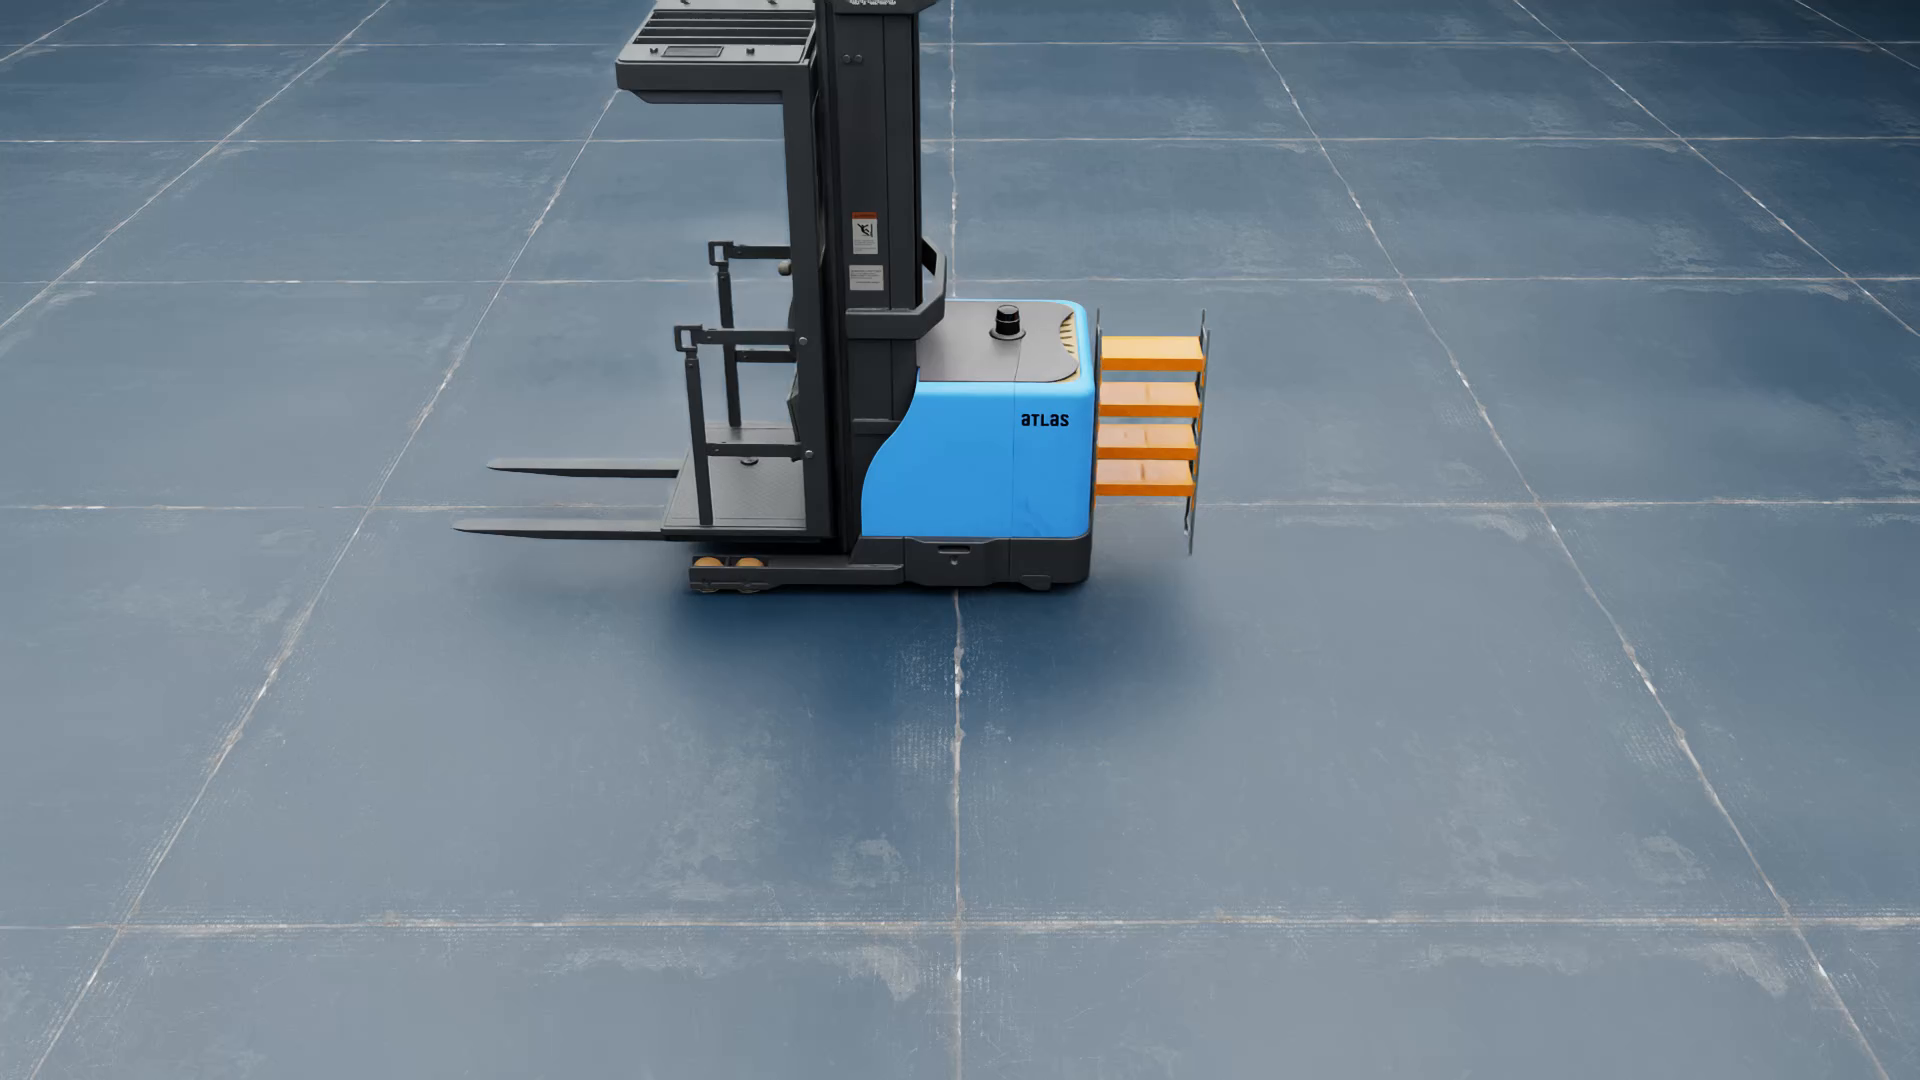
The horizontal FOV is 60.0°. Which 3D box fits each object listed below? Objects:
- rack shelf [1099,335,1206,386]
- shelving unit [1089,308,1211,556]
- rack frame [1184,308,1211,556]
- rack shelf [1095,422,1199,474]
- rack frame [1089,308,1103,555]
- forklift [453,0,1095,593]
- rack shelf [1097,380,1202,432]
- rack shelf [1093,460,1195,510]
[{"bbox_3d":[0.883,-0.836,7.713,0.480,0.148,0.258,1,31,1],"label":"rack shelf"},{"bbox_3d":[0.883,-0.500,7.917,0.503,1.200,0.258,1,31,1],"label":"shelving unit"},{"bbox_3d":[1.126,-0.497,7.913,0.015,1.200,0.240,1,31,1],"label":"rack frame"},{"bbox_3d":[0.883,-0.442,7.952,0.480,0.148,0.258,1,31,1],"label":"rack shelf"},{"bbox_3d":[0.639,-0.502,7.921,0.015,1.200,0.240,1,31,1],"label":"rack frame"},{"bbox_3d":[-0.896,-1.276,7.527,3.031,2.935,1.130,1,31,1],"label":"forklift"},{"bbox_3d":[0.883,-0.634,7.836,0.480,0.148,0.258,1,31,1],"label":"rack shelf"},{"bbox_3d":[0.883,-0.273,8.055,0.480,0.148,0.258,1,31,1],"label":"rack shelf"}]
